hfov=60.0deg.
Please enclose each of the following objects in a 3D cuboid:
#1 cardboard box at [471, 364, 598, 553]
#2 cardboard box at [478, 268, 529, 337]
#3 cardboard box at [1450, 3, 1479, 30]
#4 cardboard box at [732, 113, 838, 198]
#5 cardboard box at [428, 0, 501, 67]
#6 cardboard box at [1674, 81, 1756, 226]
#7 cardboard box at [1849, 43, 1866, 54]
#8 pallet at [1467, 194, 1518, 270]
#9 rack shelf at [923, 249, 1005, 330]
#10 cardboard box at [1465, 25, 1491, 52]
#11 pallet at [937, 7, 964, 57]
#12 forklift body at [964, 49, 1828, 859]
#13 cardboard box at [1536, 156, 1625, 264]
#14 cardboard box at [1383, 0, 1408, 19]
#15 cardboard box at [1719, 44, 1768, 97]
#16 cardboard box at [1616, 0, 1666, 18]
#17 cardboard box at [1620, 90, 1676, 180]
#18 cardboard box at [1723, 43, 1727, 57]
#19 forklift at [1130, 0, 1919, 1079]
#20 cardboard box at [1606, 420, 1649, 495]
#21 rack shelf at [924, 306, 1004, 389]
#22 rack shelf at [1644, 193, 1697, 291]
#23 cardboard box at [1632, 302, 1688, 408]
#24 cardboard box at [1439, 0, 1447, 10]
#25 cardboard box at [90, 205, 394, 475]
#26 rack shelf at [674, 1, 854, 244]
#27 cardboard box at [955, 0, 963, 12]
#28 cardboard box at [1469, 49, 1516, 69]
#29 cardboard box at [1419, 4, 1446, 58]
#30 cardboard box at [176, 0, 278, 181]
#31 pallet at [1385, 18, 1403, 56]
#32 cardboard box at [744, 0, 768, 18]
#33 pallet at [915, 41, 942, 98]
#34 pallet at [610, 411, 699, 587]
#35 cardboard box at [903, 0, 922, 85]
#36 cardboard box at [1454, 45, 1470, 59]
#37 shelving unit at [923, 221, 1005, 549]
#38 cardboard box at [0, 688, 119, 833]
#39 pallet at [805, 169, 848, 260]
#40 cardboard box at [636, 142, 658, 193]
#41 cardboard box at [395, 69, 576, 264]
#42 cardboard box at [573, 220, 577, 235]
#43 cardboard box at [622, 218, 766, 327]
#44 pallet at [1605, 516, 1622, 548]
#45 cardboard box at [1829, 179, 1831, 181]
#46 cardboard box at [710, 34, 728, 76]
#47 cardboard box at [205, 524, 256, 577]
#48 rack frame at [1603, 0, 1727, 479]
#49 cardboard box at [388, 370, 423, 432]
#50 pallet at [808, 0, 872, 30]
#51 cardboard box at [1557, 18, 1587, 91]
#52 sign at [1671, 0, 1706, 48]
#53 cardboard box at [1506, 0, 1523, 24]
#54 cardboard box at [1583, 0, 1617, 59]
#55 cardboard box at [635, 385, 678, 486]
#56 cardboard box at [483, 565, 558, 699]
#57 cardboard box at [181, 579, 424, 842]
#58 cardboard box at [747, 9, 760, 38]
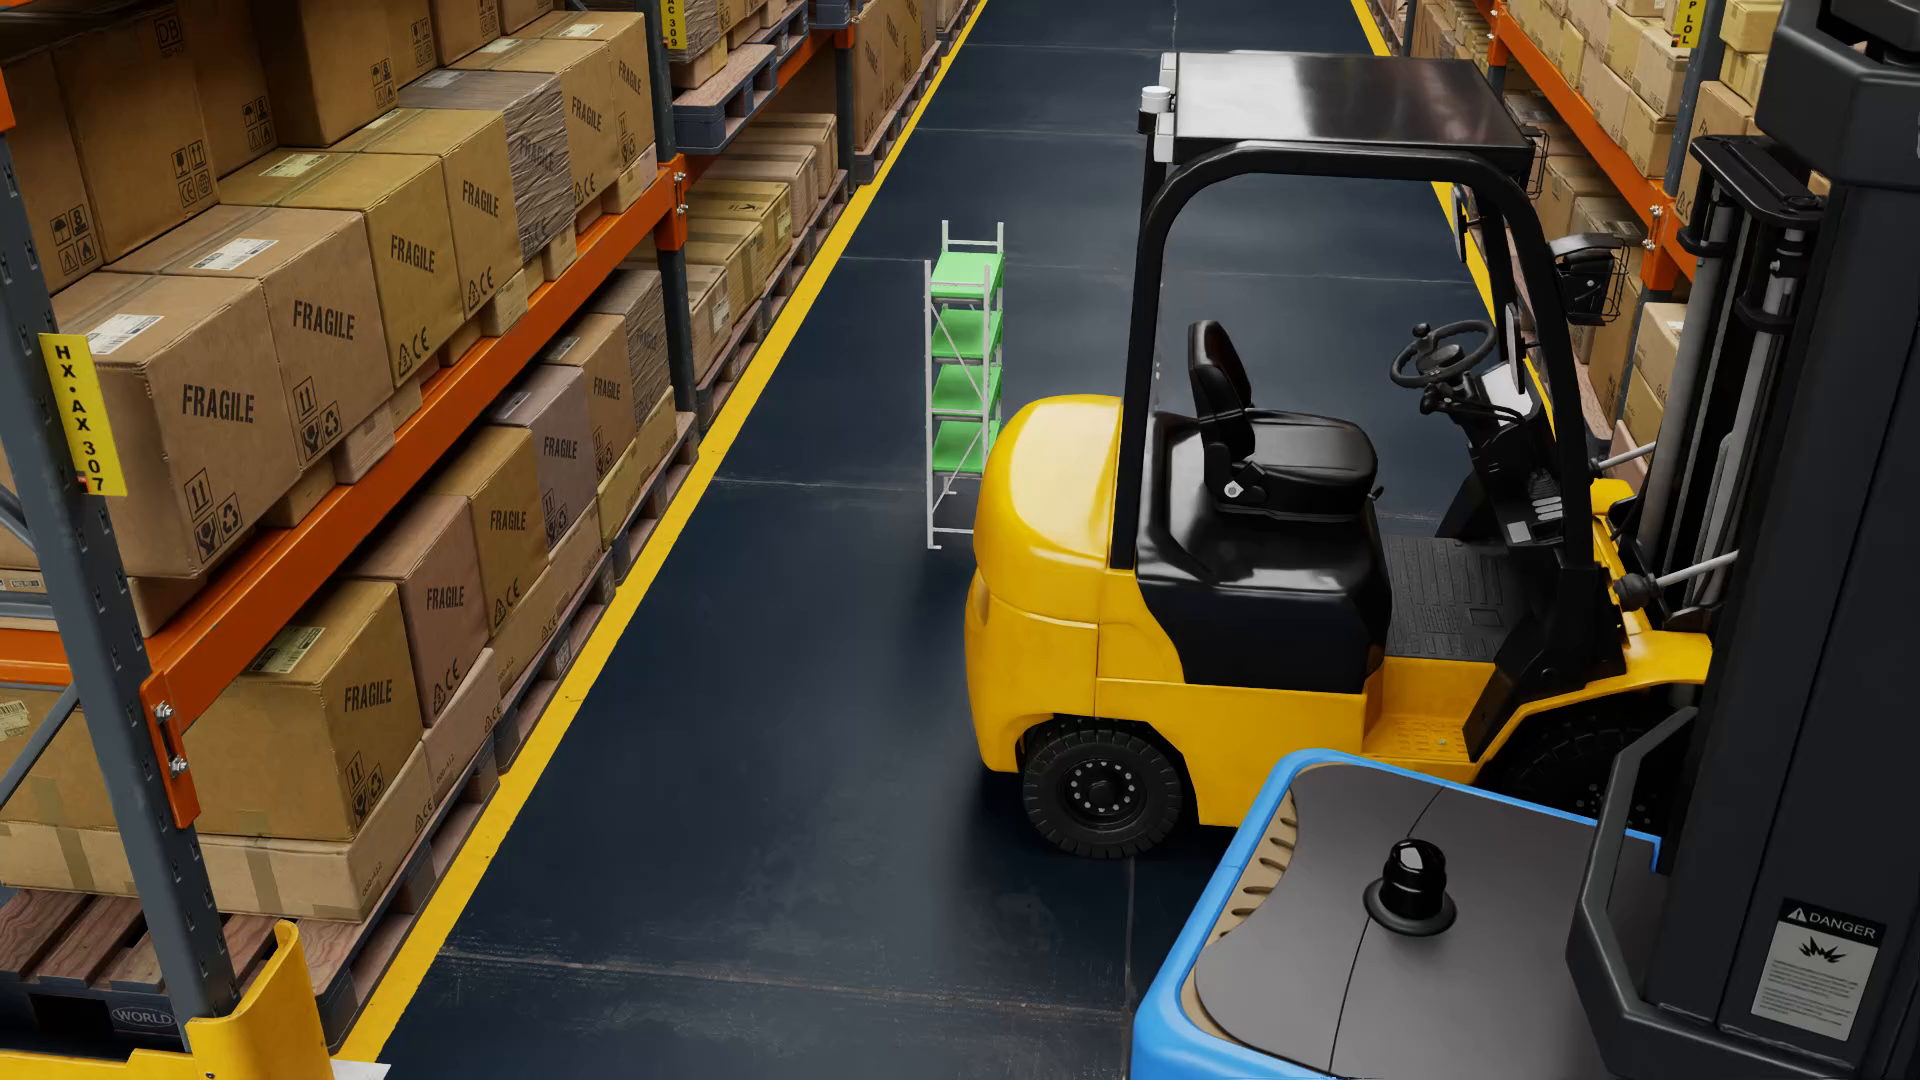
[{"bbox_3d":[-1.614,-0.294,5.799,0.500,0.500,0.500,5,29,9],"label":"cardboard box"},{"bbox_3d":[-1.600,-0.764,5.270,0.380,0.149,0.250,4,29,7],"label":"cardboard box"},{"bbox_3d":[3.815,-3.841,12.226,0.380,0.149,0.250,4,29,8],"label":"cardboard box"},{"bbox_3d":[-1.275,-2.409,10.387,0.950,0.372,0.625,1,28,3],"label":"cardboard box"},{"bbox_3d":[-2.039,-1.945,5.725,0.700,0.500,0.500,4,29,6],"label":"cardboard box"},{"bbox_3d":[2.928,-1.327,5.945,0.500,0.500,0.500,3,28,5],"label":"cardboard box"},{"bbox_3d":[2.809,-1.440,5.158,0.380,0.149,0.250,4,29,7],"label":"cardboard box"},{"bbox_3d":[3.592,-1.747,9.770,1.003,0.211,1.213,3,28,6],"label":"pallet"},{"bbox_3d":[0.020,-0.972,6.413,0.258,0.148,0.480,3,28,6],"label":"rack shelf"},{"bbox_3d":[3.726,-3.468,11.533,0.380,0.149,0.250,3,28,5],"label":"cardboard box"},{"bbox_3d":[-0.535,-4.655,15.168,1.003,0.211,1.213,3,28,6],"label":"pallet"},{"bbox_3d":[1.173,-0.219,4.889,2.313,2.155,1.214,3,28,6],"label":"forklift body"},{"bbox_3d":[3.487,-1.581,8.584,0.875,0.625,0.625,2,28,4],"label":"cardboard box"},{"bbox_3d":[4.272,-5.039,15.133,0.700,0.500,0.500,2,28,4],"label":"cardboard box"},{"bbox_3d":[2.941,-1.672,5.901,0.380,0.149,0.250,3,28,5],"label":"cardboard box"},{"bbox_3d":[3.059,-2.346,7.153,0.380,0.149,0.250,2,28,5],"label":"cardboard box"},{"bbox_3d":[3.043,-1.663,6.833,0.500,0.250,0.500,4,29,7],"label":"cardboard box"},{"bbox_3d":[3.062,-1.980,6.474,0.380,0.149,0.250,4,29,8],"label":"cardboard box"},{"bbox_3d":[1.848,0.609,2.529,3.031,2.935,1.130,13,31,23],"label":"forklift"},{"bbox_3d":[2.853,-0.243,6.494,0.500,0.250,0.500,4,29,7],"label":"cardboard box"},{"bbox_3d":[0.020,-0.761,6.527,0.258,0.148,0.480,3,28,6],"label":"rack shelf"},{"bbox_3d":[2.996,-0.219,4.752,1.077,0.370,4.000,3,28,6],"label":"rack shelf"},{"bbox_3d":[2.870,-0.682,6.255,0.500,0.250,0.500,3,28,5],"label":"cardboard box"},{"bbox_3d":[3.936,-4.203,12.897,0.380,0.149,0.250,2,28,4],"label":"cardboard box"},{"bbox_3d":[-1.782,-0.507,4.109,0.500,0.500,0.500,4,29,8],"label":"cardboard box"},{"bbox_3d":[-1.441,-2.388,8.779,1.077,0.370,4.000,3,28,6],"label":"rack shelf"},{"bbox_3d":[-0.413,-5.297,15.678,0.875,0.438,0.875,3,28,5],"label":"cardboard box"},{"bbox_3d":[3.543,-3.107,10.864,0.380,0.149,0.250,2,28,4],"label":"cardboard box"},{"bbox_3d":[3.883,-3.861,12.947,0.500,0.500,0.500,3,28,6],"label":"cardboard box"},{"bbox_3d":[-2.300,-1.233,4.403,0.700,0.500,0.500,3,28,6],"label":"cardboard box"},{"bbox_3d":[4.306,-4.338,14.580,1.003,0.211,1.213,3,28,6],"label":"pallet"},{"bbox_3d":[-1.209,-2.795,7.914,0.500,0.500,0.500,3,28,6],"label":"cardboard box"},{"bbox_3d":[-0.725,-3.934,13.830,1.003,0.211,1.213,3,28,6],"label":"pallet"},{"bbox_3d":[-1.733,-0.218,6.932,1.003,0.211,1.213,3,28,6],"label":"pallet"},{"bbox_3d":[-0.805,-4.057,12.915,0.875,0.875,0.875,4,29,8],"label":"cardboard box"},{"bbox_3d":[3.703,-3.137,11.603,0.500,0.500,0.500,5,29,8],"label":"cardboard box"},{"bbox_3d":[0.020,-0.606,6.610,0.258,1.200,0.503,3,28,6],"label":"shelving unit"},{"bbox_3d":[-2.337,0.422,4.469,0.500,0.500,0.500,4,29,7],"label":"cardboard box"},{"bbox_3d":[-1.293,-2.051,10.335,1.003,0.211,1.213,3,28,6],"label":"pallet"},{"bbox_3d":[-1.423,-1.484,6.607,0.380,0.149,0.250,3,28,6],"label":"cardboard box"},{"bbox_3d":[-1.609,-1.228,5.447,0.500,0.500,0.500,4,29,8],"label":"cardboard box"},{"bbox_3d":[-1.600,-1.132,5.953,0.380,0.149,0.250,3,28,5],"label":"cardboard box"},{"bbox_3d":[-1.539,-1.377,8.472,0.950,0.372,0.625,5,29,9],"label":"cardboard box"},{"bbox_3d":[3.102,0.123,6.300,1.003,0.211,1.213,3,28,6],"label":"pallet"},{"bbox_3d":[2.755,-1.071,4.786,0.380,0.149,0.250,2,28,5],"label":"cardboard box"},{"bbox_3d":[-1.265,-2.197,7.487,0.380,0.149,0.250,4,29,7],"label":"cardboard box"},{"bbox_3d":[-1.912,-0.038,3.922,0.380,0.149,0.250,4,29,7],"label":"cardboard box"},{"bbox_3d":[3.241,-1.477,6.329,1.000,3.000,0.127,3,28,6],"label":"rack frame"},{"bbox_3d":[-1.724,-0.398,4.592,0.380,0.149,0.250,4,29,8],"label":"cardboard box"},{"bbox_3d":[-1.177,-3.220,9.767,1.213,0.211,1.003,3,28,6],"label":"pallet"},{"bbox_3d":[3.246,-2.376,8.155,0.500,0.250,0.500,4,29,8],"label":"cardboard box"},{"bbox_3d":[2.701,-1.979,6.123,0.100,0.325,0.005,3,28,6],"label":"sign"},{"bbox_3d":[3.434,-3.099,9.498,0.500,0.250,0.500,3,29,6],"label":"cardboard box"},{"bbox_3d":[3.172,-2.360,7.599,0.500,0.250,0.500,4,29,7],"label":"cardboard box"},{"bbox_3d":[-1.491,-0.444,6.868,0.500,0.250,0.500,5,29,9],"label":"cardboard box"},{"bbox_3d":[-1.678,0.284,5.517,0.500,0.250,0.500,5,29,10],"label":"cardboard box"},{"bbox_3d":[-1.800,0.440,4.436,0.500,0.500,0.500,2,28,4],"label":"cardboard box"},{"bbox_3d":[-1.201,-2.569,8.179,0.380,0.149,0.250,4,29,7],"label":"cardboard box"}]
